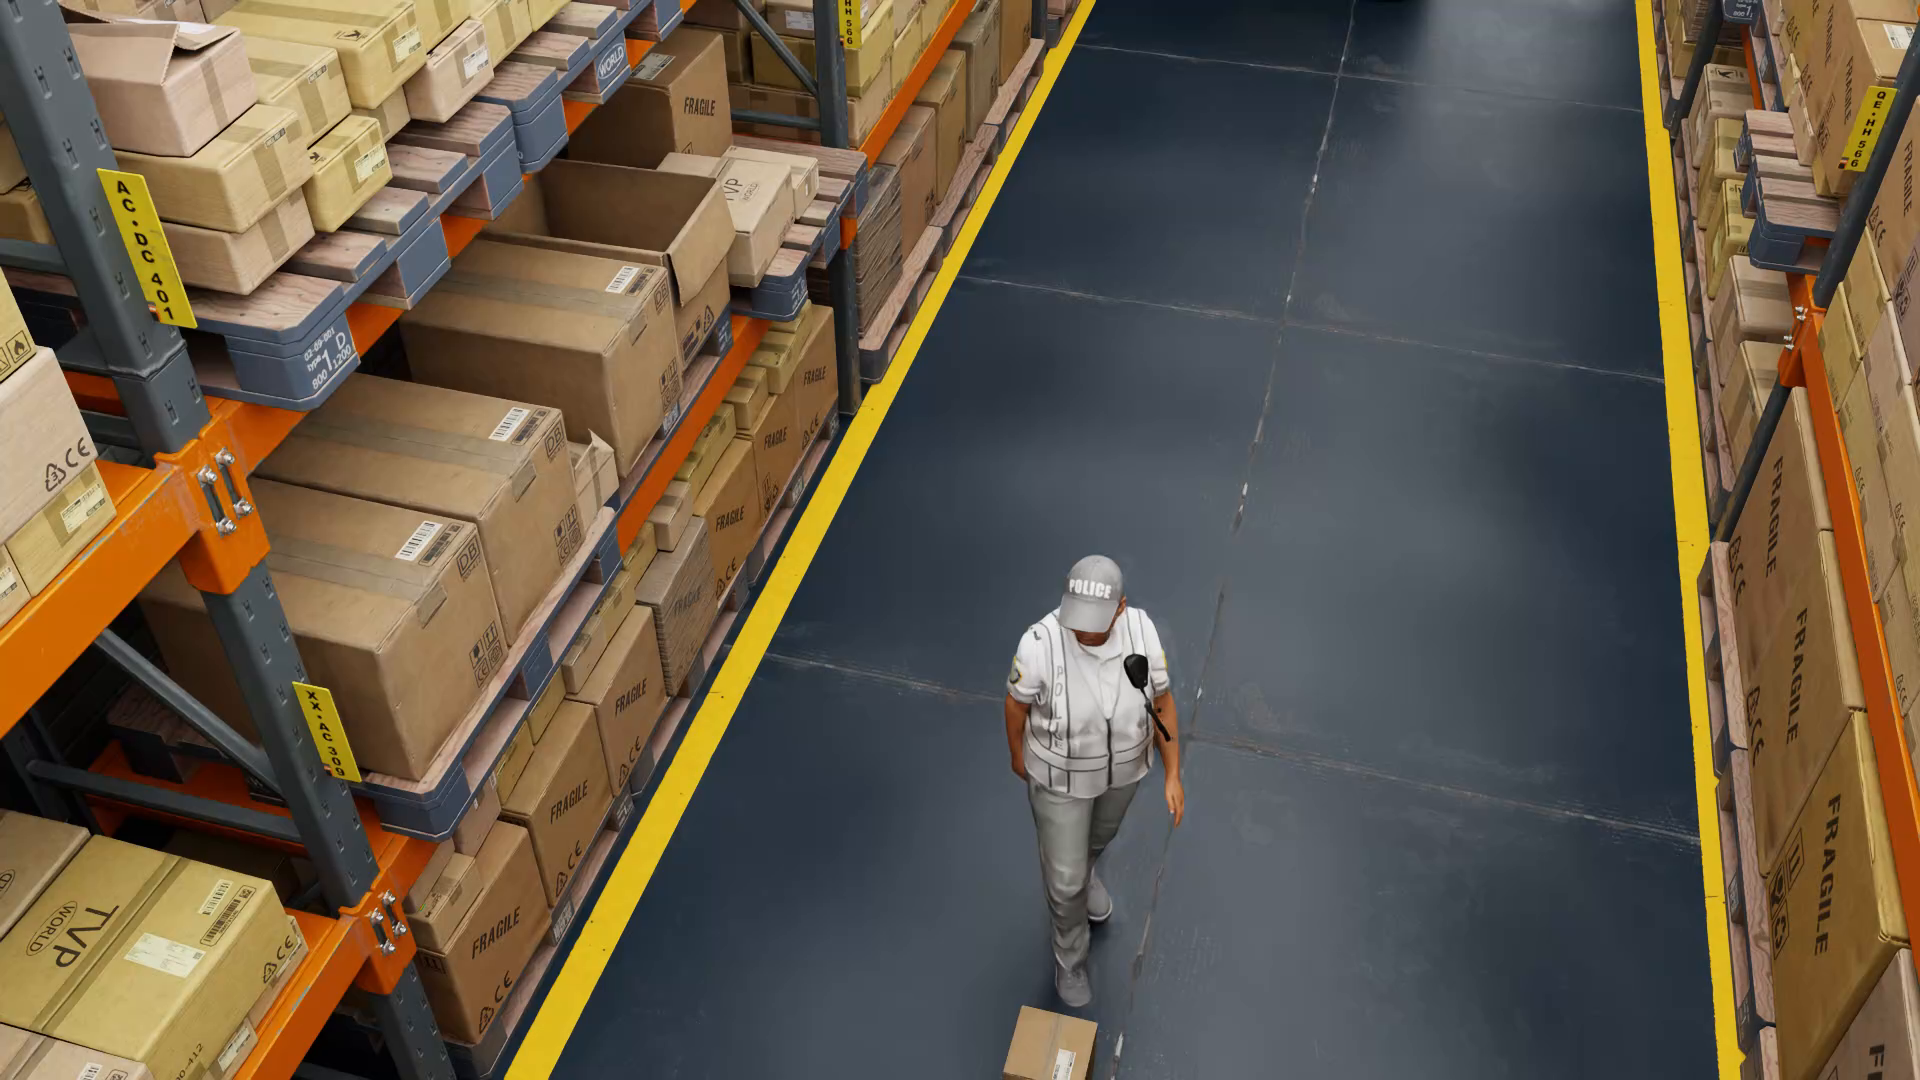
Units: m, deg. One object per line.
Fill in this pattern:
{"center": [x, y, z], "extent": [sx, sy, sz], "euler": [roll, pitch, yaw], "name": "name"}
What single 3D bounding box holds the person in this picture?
{"center": [0.436, 0.774, 5.309], "extent": [0.498, 1.731, 0.594], "euler": [-14, 43, -15], "name": "person"}
